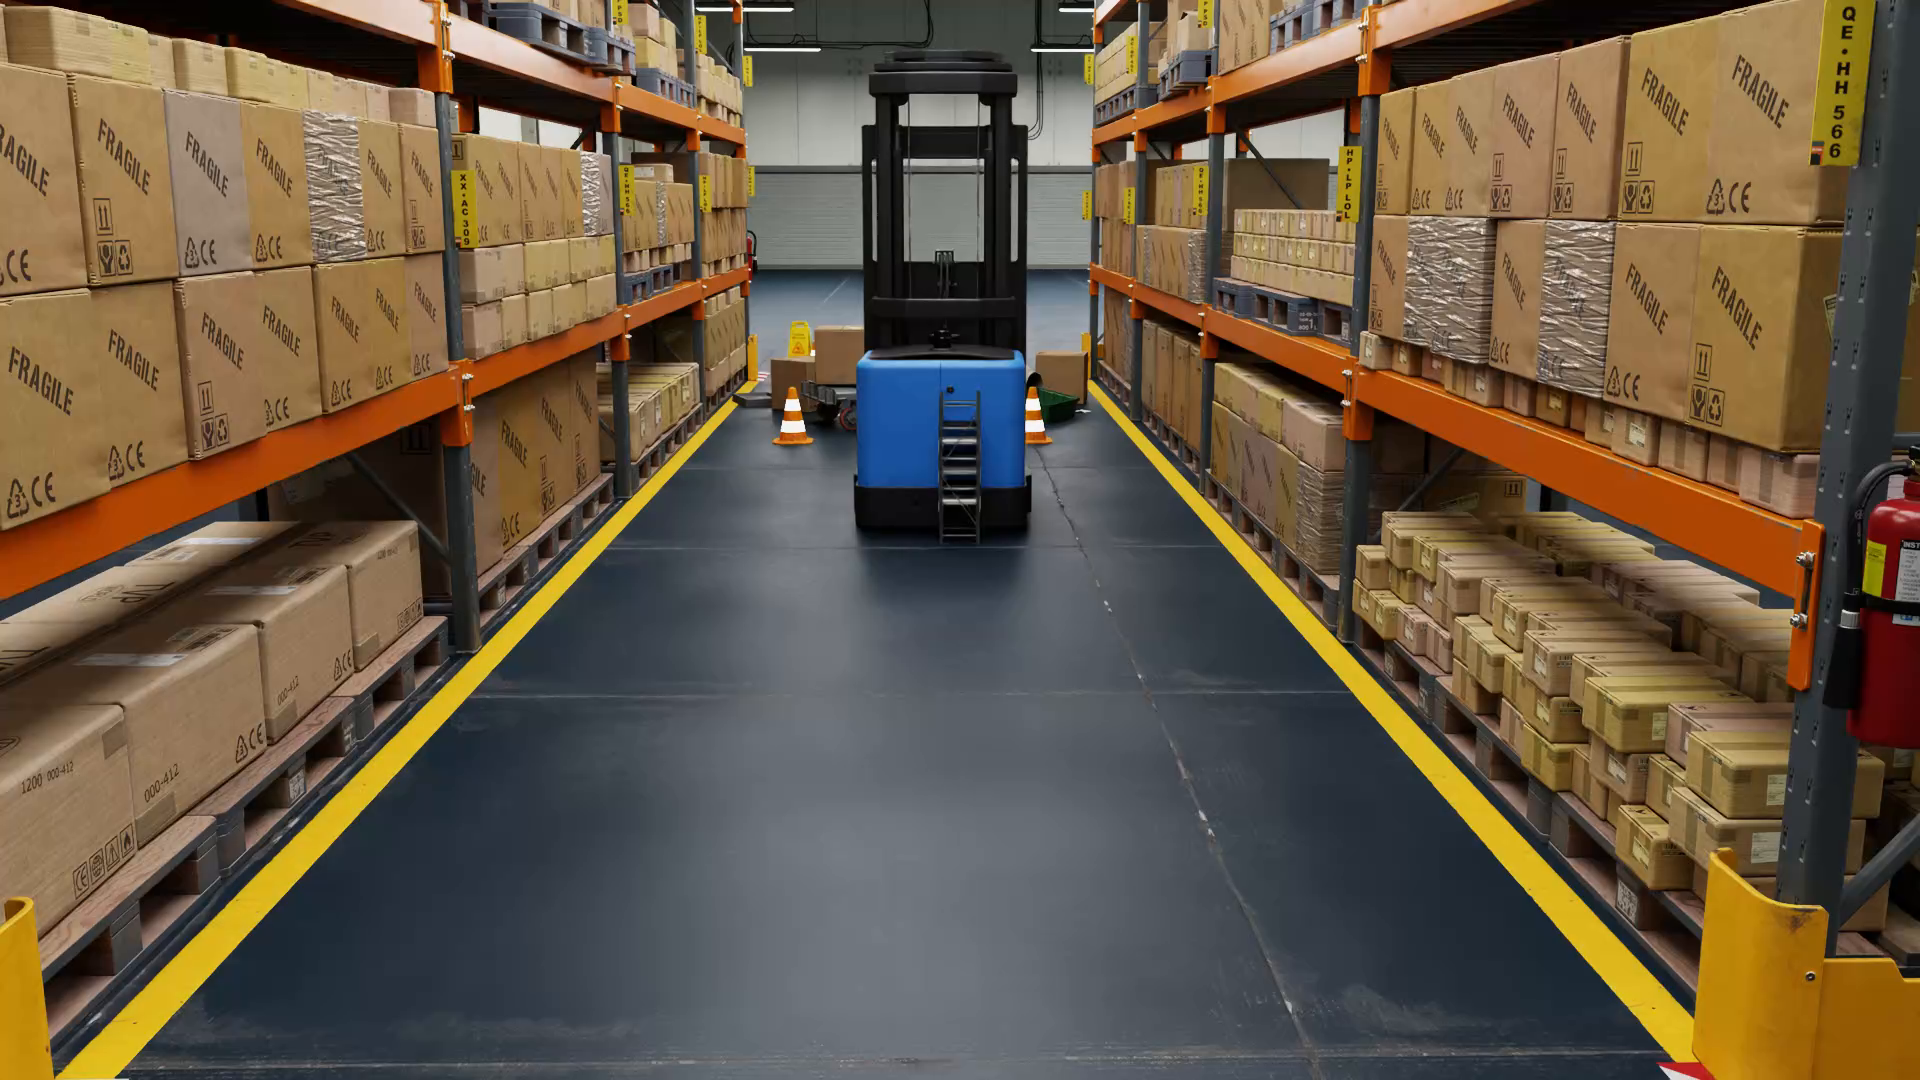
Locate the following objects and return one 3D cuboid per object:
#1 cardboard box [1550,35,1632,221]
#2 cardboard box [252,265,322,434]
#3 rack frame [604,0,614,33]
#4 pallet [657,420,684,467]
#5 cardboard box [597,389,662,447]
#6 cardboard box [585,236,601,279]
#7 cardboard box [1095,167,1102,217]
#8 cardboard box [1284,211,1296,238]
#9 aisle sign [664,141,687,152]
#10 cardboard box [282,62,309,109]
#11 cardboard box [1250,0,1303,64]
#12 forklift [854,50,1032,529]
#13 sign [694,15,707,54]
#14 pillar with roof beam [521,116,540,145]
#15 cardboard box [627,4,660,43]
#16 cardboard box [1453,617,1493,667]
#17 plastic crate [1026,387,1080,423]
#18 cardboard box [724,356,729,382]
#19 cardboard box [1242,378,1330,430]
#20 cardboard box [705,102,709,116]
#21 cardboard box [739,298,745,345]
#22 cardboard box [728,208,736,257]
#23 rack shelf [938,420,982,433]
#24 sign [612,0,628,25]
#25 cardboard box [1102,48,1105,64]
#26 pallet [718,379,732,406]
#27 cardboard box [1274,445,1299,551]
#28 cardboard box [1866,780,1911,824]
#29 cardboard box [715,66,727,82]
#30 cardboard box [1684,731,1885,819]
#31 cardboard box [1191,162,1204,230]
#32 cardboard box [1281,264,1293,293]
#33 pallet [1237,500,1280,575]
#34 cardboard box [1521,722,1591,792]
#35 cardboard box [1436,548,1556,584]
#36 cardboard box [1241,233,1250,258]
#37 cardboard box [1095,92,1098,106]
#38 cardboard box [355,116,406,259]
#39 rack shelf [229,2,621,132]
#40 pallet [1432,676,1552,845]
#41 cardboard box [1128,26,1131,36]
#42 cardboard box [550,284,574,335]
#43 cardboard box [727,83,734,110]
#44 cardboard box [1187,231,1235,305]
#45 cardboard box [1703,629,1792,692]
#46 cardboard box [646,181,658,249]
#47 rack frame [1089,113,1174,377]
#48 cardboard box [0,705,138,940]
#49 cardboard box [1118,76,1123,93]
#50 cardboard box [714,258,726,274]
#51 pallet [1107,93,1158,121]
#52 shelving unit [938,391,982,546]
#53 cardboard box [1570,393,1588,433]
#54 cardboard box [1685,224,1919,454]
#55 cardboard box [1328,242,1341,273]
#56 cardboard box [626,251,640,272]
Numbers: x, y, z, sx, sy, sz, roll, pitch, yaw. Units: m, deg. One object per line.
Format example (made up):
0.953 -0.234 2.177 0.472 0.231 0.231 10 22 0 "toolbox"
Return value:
2.057 -1.182 4.825 0.500 0.500 0.500 0 11 2 "cardboard box"
-2.382 -0.609 5.266 0.500 0.500 0.500 0 11 1 "cardboard box"
-2.767 -4.693 10.558 1.000 3.000 0.127 0 11 -1 "rack frame"
-2.804 -0.783 13.389 1.003 0.211 1.213 0 11 -1 "pallet"
-2.792 -0.930 12.650 0.950 0.372 0.625 0 11 -2 "cardboard box"
-2.488 -1.727 10.147 0.500 0.250 0.500 -1 11 -3 "cardboard box"
1.984 -3.912 18.705 0.875 0.550 0.550 0 11 -1 "cardboard box"
2.026 -1.764 9.288 0.380 0.149 0.250 0 11 -2 "cardboard box"
-3.243 -4.628 18.789 0.394 0.787 0.004 0 11 -1 "aisle sign"
-2.396 -1.500 5.512 0.380 0.149 0.250 0 11 -2 "cardboard box"
1.959 -2.999 9.501 0.500 0.500 0.500 0 11 -1 "cardboard box"
-0.095 -1.748 11.303 1.130 2.935 3.031 0 11 1 "forklift"
-2.295 -4.467 14.699 0.100 0.325 0.005 0 11 -1 "sign"
-4.849 -9.716 35.316 9.100 9.000 0.548 0 11 -1 "pillar with roof beam"
-2.667 -4.078 13.134 0.500 0.250 0.500 0 11 0 "cardboard box"
2.013 0.378 6.017 0.380 0.149 0.250 0 11 -2 "cardboard box"
0.784 -1.268 15.690 0.450 0.188 0.662 17 18 26 "plastic crate"
-2.628 -1.736 16.931 0.500 0.250 0.500 0 11 -2 "cardboard box"
1.960 -0.804 9.823 0.500 0.250 0.500 0 11 -1 "cardboard box"
-2.636 -4.162 16.117 0.380 0.149 0.250 -1 11 -3 "cardboard box"
-2.655 -2.411 18.370 0.500 0.500 0.500 0 11 -1 "cardboard box"
-2.633 -3.232 17.446 0.500 0.500 0.500 0 11 -1 "cardboard box"
-0.002 -0.661 9.865 0.258 0.077 0.200 0 11 1 "rack shelf"
-2.212 -3.516 10.800 0.100 0.325 0.005 0 11 -1 "sign"
1.718 -5.157 17.710 0.380 0.149 0.250 0 11 -1 "cardboard box"
-2.927 -1.558 17.206 1.003 0.211 1.213 0 11 -1 "pallet"
1.985 -0.227 8.864 0.500 0.500 0.500 -1 11 -2 "cardboard box"
2.642 0.683 4.515 0.380 0.149 0.250 0 11 -1 "cardboard box"
-2.565 -4.710 16.813 0.380 0.149 0.250 0 11 0 "cardboard box"
2.081 0.593 4.211 0.380 0.149 0.250 0 11 0 "cardboard box"
2.156 -2.624 12.682 0.700 0.500 0.500 0 11 -2 "cardboard box"
2.021 -1.471 9.340 0.380 0.149 0.250 -1 11 -3 "cardboard box"
2.217 -0.029 9.672 1.003 0.211 1.213 0 11 -1 "pallet"
2.014 0.682 5.269 0.380 0.149 0.250 -1 11 -4 "cardboard box"
2.092 0.128 6.502 0.380 0.149 0.250 -1 11 -3 "cardboard box"
1.997 -1.871 10.563 0.380 0.149 0.250 0 11 2 "cardboard box"
1.701 -4.916 18.524 0.380 0.149 0.250 0 11 -1 "cardboard box"
-2.396 -1.303 6.171 0.500 0.500 0.500 0 11 -2 "cardboard box"
-2.725 -2.473 8.968 1.077 0.370 4.000 0 11 -1 "rack shelf"
2.340 0.745 5.856 1.003 0.211 1.213 0 11 -1 "pallet"
1.766 -4.702 15.468 0.380 0.149 0.250 0 11 -1 "cardboard box"
-2.437 -1.277 9.186 0.500 0.250 0.500 0 11 -2 "cardboard box"
-2.627 -4.582 17.183 0.500 0.250 0.500 0 11 0 "cardboard box"
1.902 -1.931 11.779 0.500 0.500 0.500 0 11 -1 "cardboard box"
2.587 0.382 5.248 0.380 0.149 0.250 0 11 1 "cardboard box"
-2.580 -2.453 12.549 0.500 0.500 0.500 0 11 0 "cardboard box"
2.015 -3.383 19.192 1.000 3.000 0.127 0 11 -1 "rack frame"
-2.715 0.757 4.173 0.875 0.438 0.875 -1 11 -3 "cardboard box"
1.749 -4.463 16.293 0.380 0.149 0.250 0 11 0 "cardboard box"
-2.552 -2.743 16.667 0.380 0.149 0.250 0 11 -1 "cardboard box"
2.069 -4.419 16.977 1.003 0.211 1.213 0 11 -1 "pallet"
-0.002 -0.429 9.912 0.258 0.900 0.210 0 11 1 "shelving unit"
2.118 -0.400 5.117 0.380 0.149 0.250 -1 11 -4 "cardboard box"
2.079 -0.486 3.910 0.500 0.500 0.500 0 11 0 "cardboard box"
2.048 -1.406 8.275 0.380 0.149 0.250 0 11 1 "cardboard box"
-2.519 -2.012 12.006 0.380 0.149 0.250 -1 12 -5 "cardboard box"
